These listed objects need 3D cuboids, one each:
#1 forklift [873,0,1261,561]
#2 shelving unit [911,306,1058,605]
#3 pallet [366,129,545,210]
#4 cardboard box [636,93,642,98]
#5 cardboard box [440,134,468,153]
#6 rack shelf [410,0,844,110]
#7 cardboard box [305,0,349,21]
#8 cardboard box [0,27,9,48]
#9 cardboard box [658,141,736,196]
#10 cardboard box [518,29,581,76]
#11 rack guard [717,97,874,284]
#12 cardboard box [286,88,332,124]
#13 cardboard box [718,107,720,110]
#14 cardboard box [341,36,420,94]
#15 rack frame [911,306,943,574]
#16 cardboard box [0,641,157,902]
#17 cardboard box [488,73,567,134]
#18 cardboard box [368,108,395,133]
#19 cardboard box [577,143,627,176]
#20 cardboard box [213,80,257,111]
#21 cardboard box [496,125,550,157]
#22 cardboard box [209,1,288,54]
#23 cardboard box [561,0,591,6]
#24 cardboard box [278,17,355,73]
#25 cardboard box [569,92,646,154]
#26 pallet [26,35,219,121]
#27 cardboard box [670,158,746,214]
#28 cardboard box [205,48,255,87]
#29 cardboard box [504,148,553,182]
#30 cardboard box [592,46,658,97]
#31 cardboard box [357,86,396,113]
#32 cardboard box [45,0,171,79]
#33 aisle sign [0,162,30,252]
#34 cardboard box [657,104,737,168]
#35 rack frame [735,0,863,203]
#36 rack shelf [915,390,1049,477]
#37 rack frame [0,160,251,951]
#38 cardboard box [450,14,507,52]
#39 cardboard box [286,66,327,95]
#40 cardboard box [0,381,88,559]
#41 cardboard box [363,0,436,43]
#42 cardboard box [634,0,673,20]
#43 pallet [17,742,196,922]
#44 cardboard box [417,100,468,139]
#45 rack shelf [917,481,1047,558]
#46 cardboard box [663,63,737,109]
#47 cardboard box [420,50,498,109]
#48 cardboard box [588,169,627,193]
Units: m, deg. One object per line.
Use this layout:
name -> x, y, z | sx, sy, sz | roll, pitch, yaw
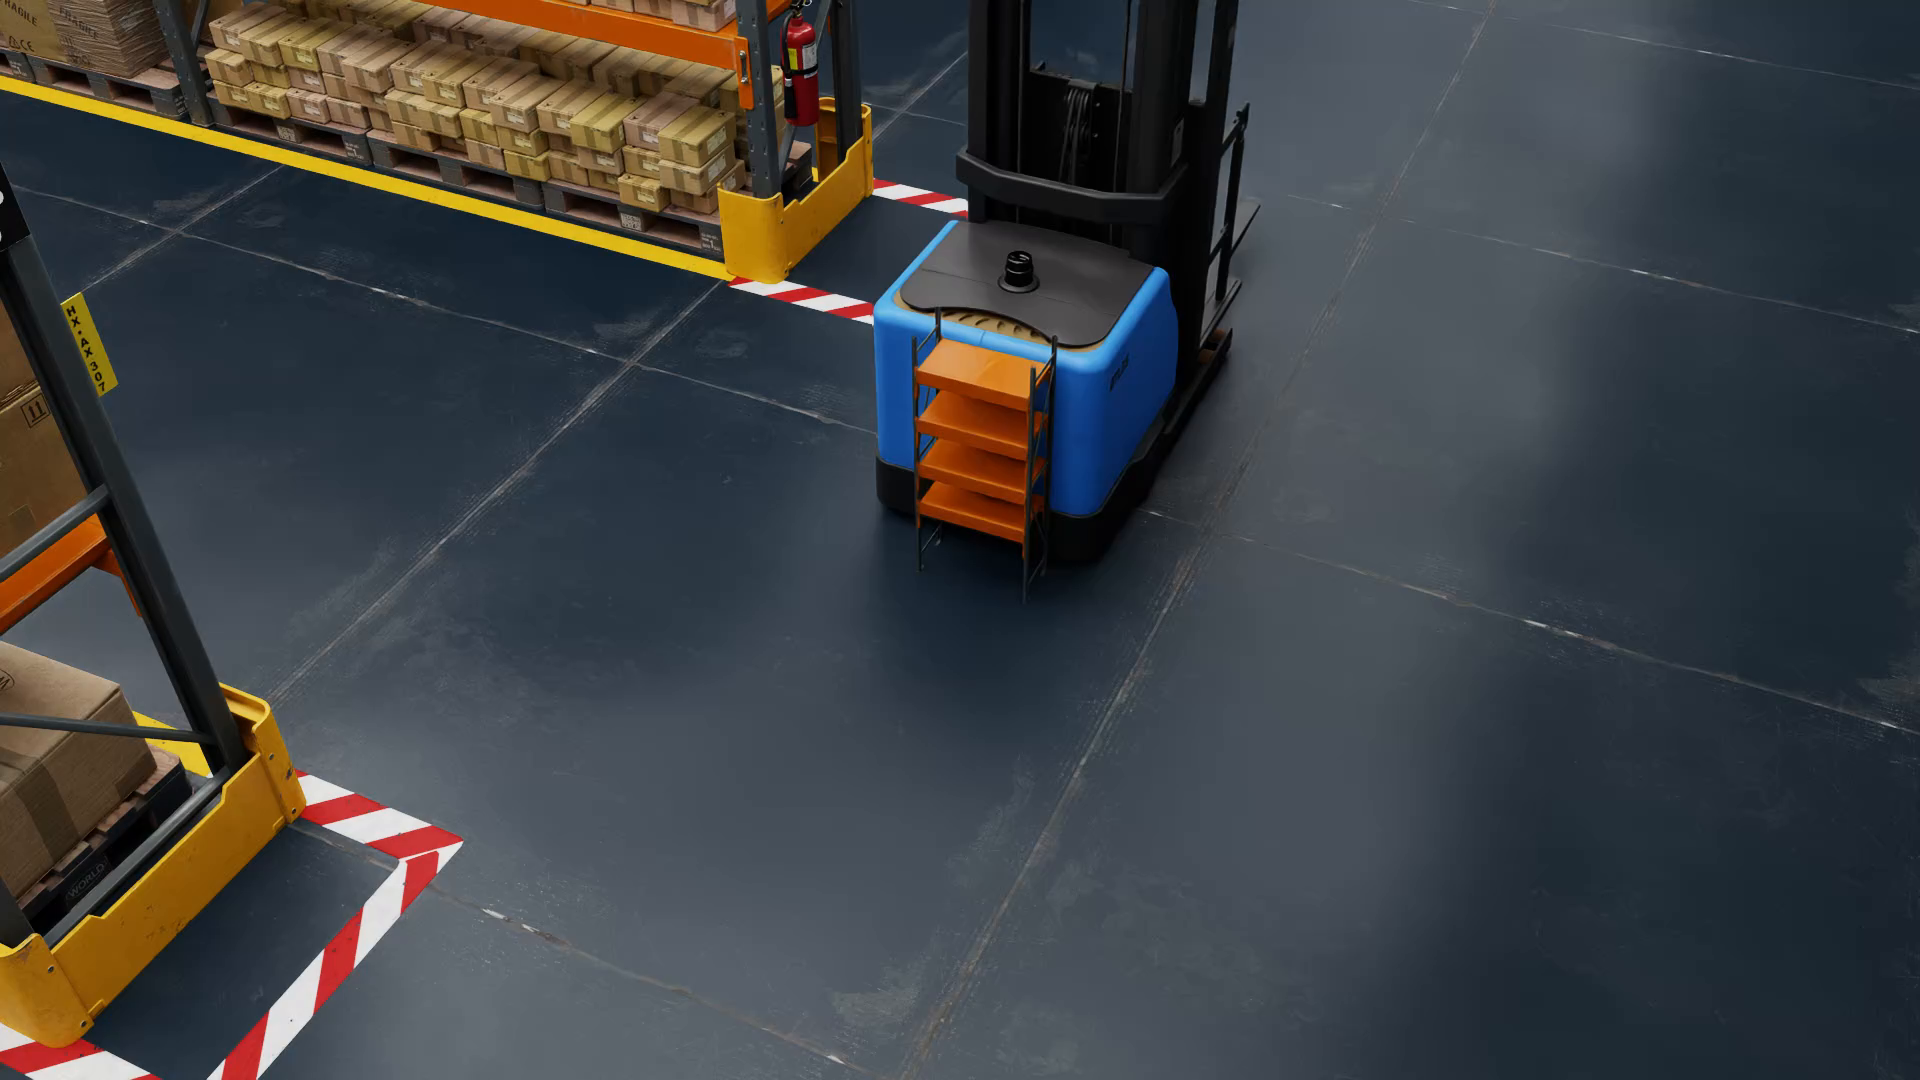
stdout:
forklift -> 0.702, -1.985, 7.303 | 1.130, 2.935, 3.031 | 17, 44, 18
shelving unit -> 0.093, -0.319, 6.702 | 0.503, 1.200, 0.258 | 16, 43, 18
pallet -> -2.700, -2.399, 9.857 | 1.213, 0.211, 1.003 | 17, 44, 19
cardboard box -> -1.844, -2.598, 9.587 | 0.250, 0.149, 0.380 | 18, 44, 20
cardboard box -> -2.776, -2.382, 9.564 | 0.250, 0.149, 0.380 | 18, 44, 20
rack shelf -> -2.621, -3.129, 9.119 | 4.000, 0.370, 1.077 | 17, 44, 19
cardboard box -> -3.752, -3.270, 10.134 | 0.250, 0.149, 0.380 | 18, 44, 19
cardboard box -> -6.138, -3.511, 10.599 | 0.500, 0.500, 0.500 | 16, 43, 18
cardboard box -> -1.407, -2.018, 8.917 | 0.250, 0.149, 0.380 | 16, 43, 18
cardboard box -> -2.340, -2.853, 9.653 | 0.250, 0.149, 0.380 | 18, 44, 19
rack guard -> -0.877, -1.924, 9.088 | 0.348, 0.500, 1.175 | 17, 44, 19
cardboard box -> -3.750, -2.633, 9.854 | 0.250, 0.149, 0.380 | 17, 44, 18
cardboard box -> -1.399, -2.448, 9.413 | 0.250, 0.149, 0.380 | 17, 44, 18
cardboard box -> -3.292, -2.713, 9.491 | 0.250, 0.149, 0.380 | 18, 44, 20
rack frame -> -0.130, -0.384, 6.777 | 0.015, 1.200, 0.240 | 16, 43, 18
cardboard box -> -3.450, 0.805, 5.667 | 0.875, 0.438, 0.875 | 16, 43, 17
cardboard box -> -2.362, -2.400, 9.131 | 0.250, 0.149, 0.380 | 19, 44, 20
cardboard box -> -3.241, -2.539, 9.745 | 0.250, 0.149, 0.380 | 15, 43, 17
cardboard box -> -1.879, -2.161, 9.081 | 0.250, 0.149, 0.380 | 15, 43, 17
cardboard box -> -4.239, -2.745, 9.982 | 0.250, 0.149, 0.380 | 15, 43, 17
cardboard box -> -2.353, -2.296, 9.238 | 0.250, 0.149, 0.380 | 18, 44, 19
cardboard box -> -4.208, -3.043, 9.872 | 0.250, 0.149, 0.380 | 19, 44, 20
cardboard box -> -1.907, -2.883, 8.478 | 0.250, 0.149, 0.380 | 18, 44, 20
cardboard box -> -3.734, -2.890, 9.696 | 0.250, 0.149, 0.380 | 16, 44, 18
cardboard box -> -1.887, -2.249, 8.957 | 0.250, 0.149, 0.380 | 16, 43, 18
pallet -> -5.139, -3.116, 10.684 | 1.213, 0.211, 1.003 | 17, 44, 19
cardboard box -> -1.373, -1.950, 9.066 | 0.250, 0.149, 0.380 | 18, 44, 19
cardboard box -> -4.240, -2.858, 9.886 | 0.250, 0.149, 0.380 | 19, 44, 21
cardboard box -> -2.339, -2.180, 9.331 | 0.250, 0.149, 0.380 | 15, 43, 17
cardboard box -> -1.874, -2.670, 9.442 | 0.250, 0.149, 0.380 | 15, 43, 17
cardboard box -> -3.254, -2.629, 9.622 | 0.250, 0.149, 0.380 | 19, 44, 21
cardboard box -> -5.210, -3.224, 10.268 | 0.500, 0.500, 0.500 | 16, 43, 18
aisle sign -> -2.622, -1.016, 4.147 | 0.004, 0.787, 0.394 | 17, 44, 19
cardboard box -> -1.395, -2.150, 8.842 | 0.250, 0.149, 0.380 | 17, 44, 19
rack frame -> -0.808, -2.847, 8.245 | 0.127, 3.000, 1.000 | 17, 44, 19
rack shelf -> 0.093, -0.437, 6.600 | 0.480, 0.148, 0.258 | 16, 43, 18
rack frame -> -2.809, 0.119, 4.823 | 0.127, 3.000, 1.000 | 17, 44, 19
cardboard box -> -2.787, -2.999, 9.822 | 0.250, 0.149, 0.380 | 16, 43, 17
cardboard box -> -3.736, -2.795, 9.814 | 0.250, 0.149, 0.380 | 17, 44, 18
cardboard box -> -3.123, -0.222, 5.140 | 0.500, 0.500, 0.500 | 17, 44, 18
cardboard box -> -3.321, -3.087, 9.923 | 0.250, 0.149, 0.380 | 18, 44, 20
cardboard box -> -1.433, -2.766, 8.343 | 0.250, 0.149, 0.380 | 17, 44, 19
pallet -> -3.567, 0.998, 5.938 | 1.213, 0.211, 1.003 | 17, 44, 19
cardboard box -> -2.839, -2.438, 9.402 | 0.250, 0.149, 0.380 | 17, 44, 19
rack shelf -> 0.093, -0.118, 6.876 | 0.480, 0.148, 0.258 | 16, 43, 18
cardboard box -> -1.440, -2.505, 9.252 | 0.250, 0.149, 0.380 | 18, 44, 19
cardboard box -> -2.803, -2.595, 9.355 | 0.250, 0.149, 0.380 | 17, 44, 19
cardboard box -> -1.852, -2.086, 9.222 | 0.250, 0.149, 0.380 | 17, 44, 18
